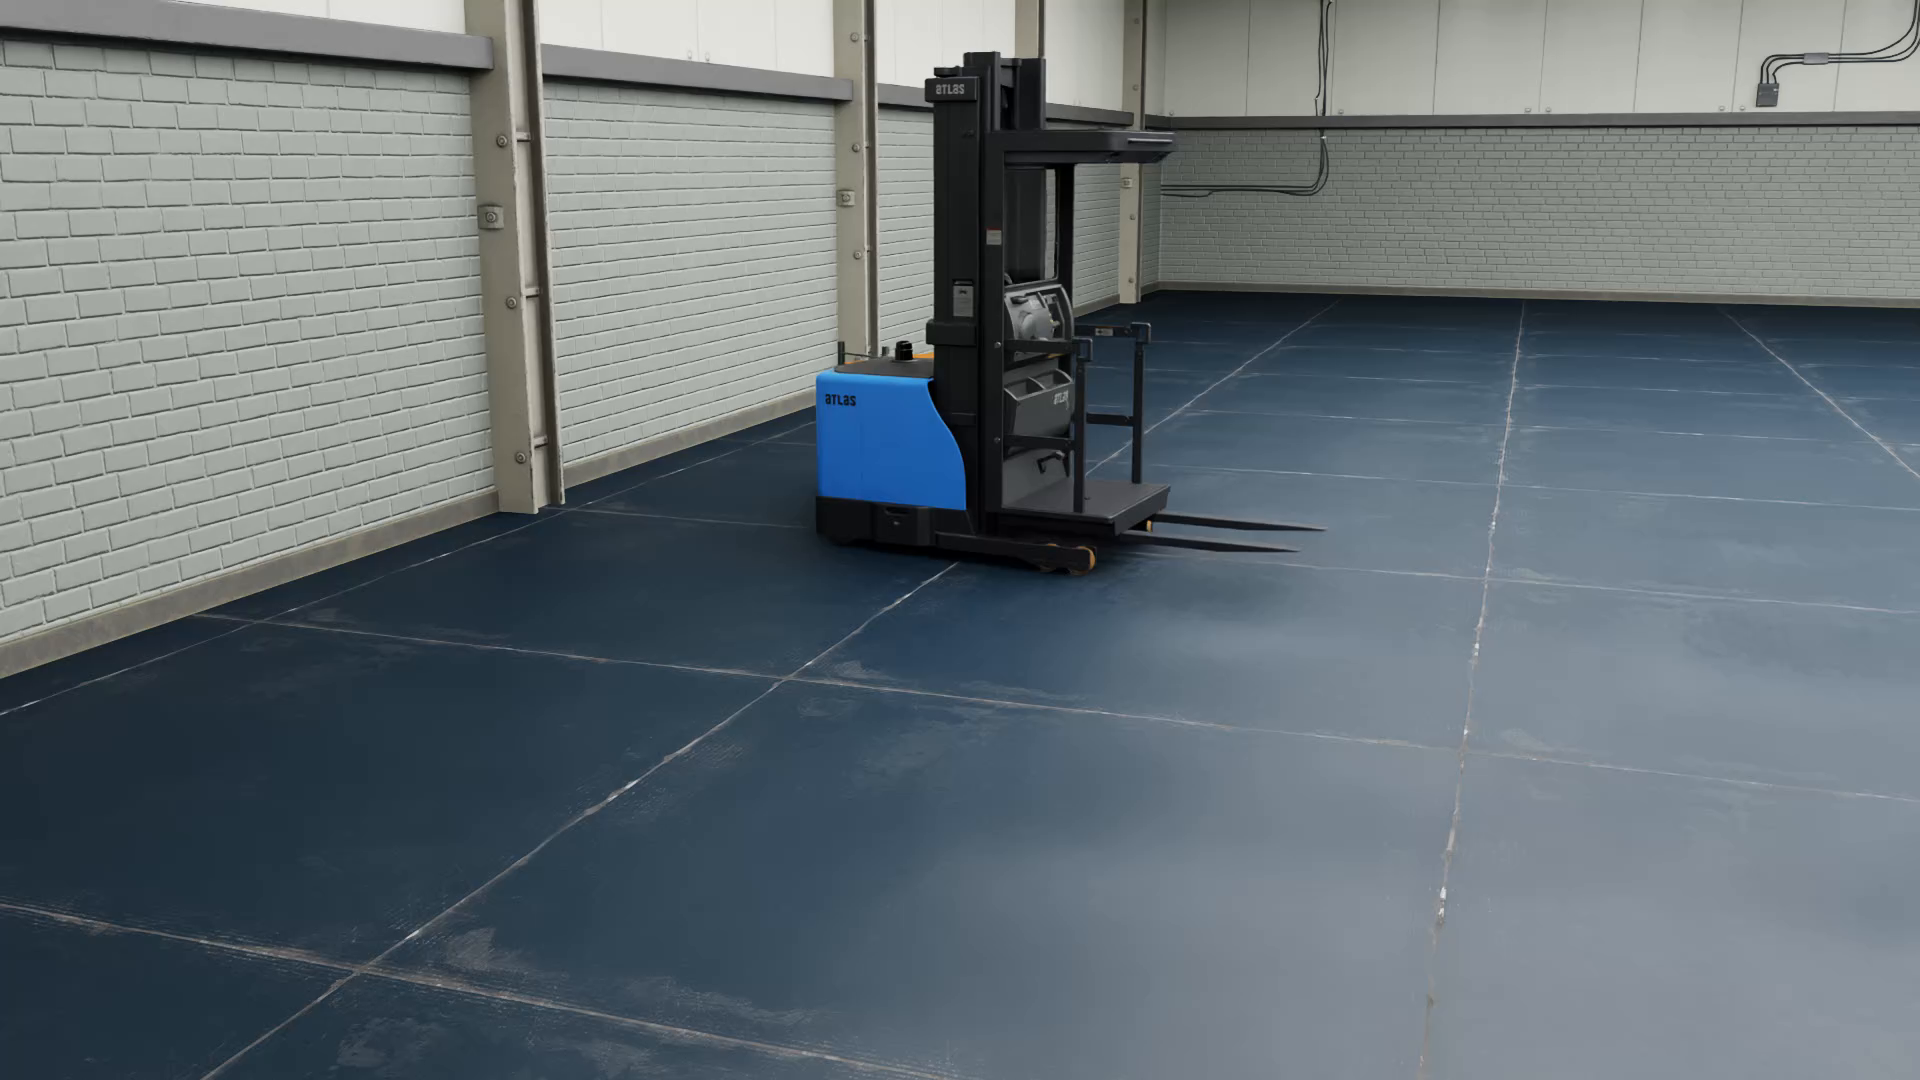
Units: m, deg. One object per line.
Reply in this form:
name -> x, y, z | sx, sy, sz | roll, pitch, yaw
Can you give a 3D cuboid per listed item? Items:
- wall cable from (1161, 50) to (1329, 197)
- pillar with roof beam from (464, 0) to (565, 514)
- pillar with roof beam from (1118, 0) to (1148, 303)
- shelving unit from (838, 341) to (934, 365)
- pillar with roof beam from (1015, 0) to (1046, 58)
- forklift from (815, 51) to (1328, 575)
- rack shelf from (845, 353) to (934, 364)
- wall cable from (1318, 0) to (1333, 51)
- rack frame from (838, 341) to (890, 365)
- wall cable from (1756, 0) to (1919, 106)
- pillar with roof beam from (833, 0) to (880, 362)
wall cable -> 5.062, -7.418, 29.742 | 3.097, 2.526, 0.112 | 4, 14, 18
pillar with roof beam -> 1.107, -4.307, 9.133 | 9.100, 9.000, 0.400 | 4, 14, 18
pillar with roof beam -> 6.931, -8.097, 25.738 | 9.100, 9.000, 0.400 | 4, 14, 18
shelving unit -> -0.291, -0.856, 11.709 | 1.048, 1.125, 0.538 | -12, 18, -43
pillar with roof beam -> 4.989, -6.833, 20.203 | 9.100, 9.000, 0.400 | 4, 14, 18
forklift -> 0.657, -1.360, 9.862 | 3.031, 2.935, 1.130 | 6, 14, 25
rack shelf -> -0.291, -1.141, 11.644 | 1.000, 0.278, 0.538 | -12, 18, -43
wall cable -> 7.621, -9.685, 28.327 | 3.097, 2.526, 0.112 | 4, 14, 18
rack frame -> -0.655, -0.777, 11.363 | 0.032, 1.125, 0.500 | -12, 18, -43
wall cable -> 14.039, -9.903, 26.009 | 2.305, 6.003, 0.169 | 4, 14, 18
pillar with roof beam -> 3.048, -5.570, 14.668 | 9.100, 9.000, 0.400 | 4, 14, 18
